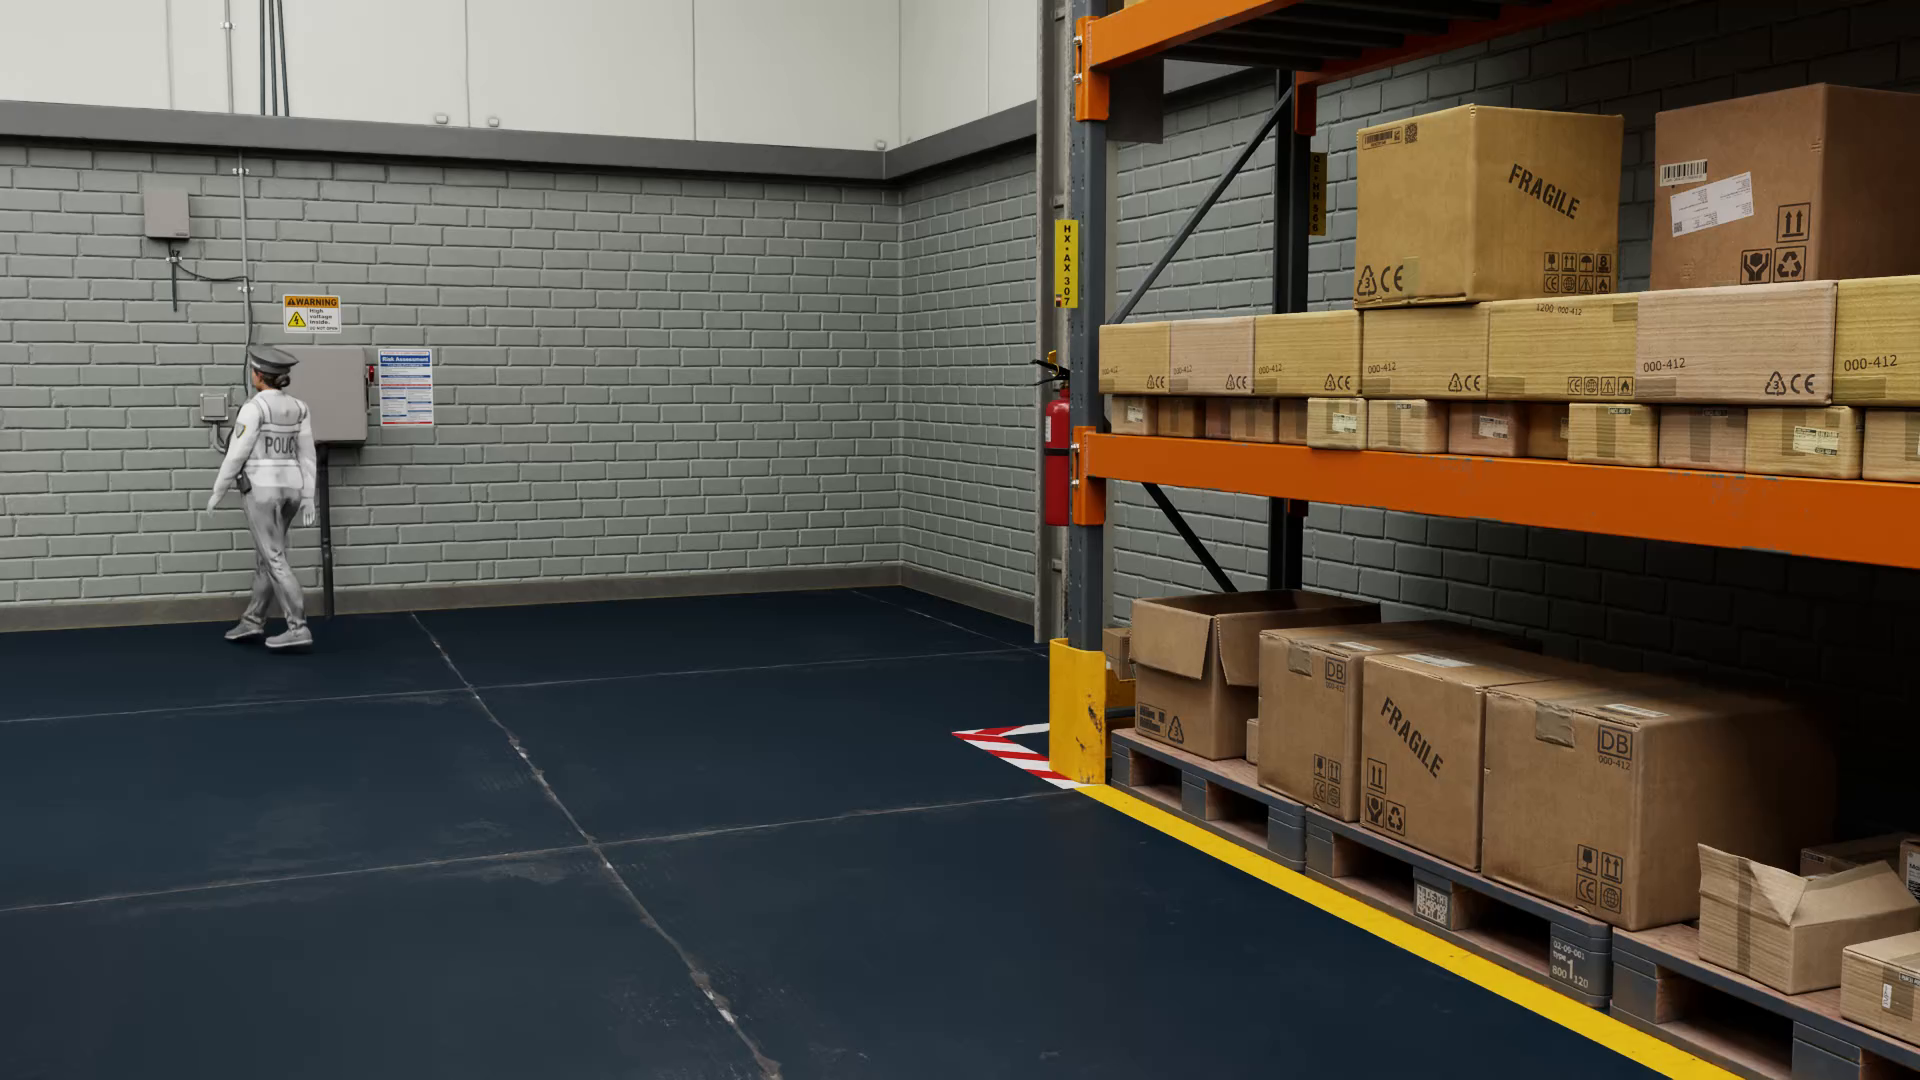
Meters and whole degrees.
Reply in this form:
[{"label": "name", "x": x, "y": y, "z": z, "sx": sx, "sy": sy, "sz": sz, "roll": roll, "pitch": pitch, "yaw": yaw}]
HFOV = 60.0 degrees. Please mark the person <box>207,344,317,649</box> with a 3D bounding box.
[{"label": "person", "x": -3.917, "y": -0.242, "z": 9.217, "sx": 0.752, "sy": 1.677, "sz": 0.495, "roll": 2, "pitch": 6, "yaw": 18}]
